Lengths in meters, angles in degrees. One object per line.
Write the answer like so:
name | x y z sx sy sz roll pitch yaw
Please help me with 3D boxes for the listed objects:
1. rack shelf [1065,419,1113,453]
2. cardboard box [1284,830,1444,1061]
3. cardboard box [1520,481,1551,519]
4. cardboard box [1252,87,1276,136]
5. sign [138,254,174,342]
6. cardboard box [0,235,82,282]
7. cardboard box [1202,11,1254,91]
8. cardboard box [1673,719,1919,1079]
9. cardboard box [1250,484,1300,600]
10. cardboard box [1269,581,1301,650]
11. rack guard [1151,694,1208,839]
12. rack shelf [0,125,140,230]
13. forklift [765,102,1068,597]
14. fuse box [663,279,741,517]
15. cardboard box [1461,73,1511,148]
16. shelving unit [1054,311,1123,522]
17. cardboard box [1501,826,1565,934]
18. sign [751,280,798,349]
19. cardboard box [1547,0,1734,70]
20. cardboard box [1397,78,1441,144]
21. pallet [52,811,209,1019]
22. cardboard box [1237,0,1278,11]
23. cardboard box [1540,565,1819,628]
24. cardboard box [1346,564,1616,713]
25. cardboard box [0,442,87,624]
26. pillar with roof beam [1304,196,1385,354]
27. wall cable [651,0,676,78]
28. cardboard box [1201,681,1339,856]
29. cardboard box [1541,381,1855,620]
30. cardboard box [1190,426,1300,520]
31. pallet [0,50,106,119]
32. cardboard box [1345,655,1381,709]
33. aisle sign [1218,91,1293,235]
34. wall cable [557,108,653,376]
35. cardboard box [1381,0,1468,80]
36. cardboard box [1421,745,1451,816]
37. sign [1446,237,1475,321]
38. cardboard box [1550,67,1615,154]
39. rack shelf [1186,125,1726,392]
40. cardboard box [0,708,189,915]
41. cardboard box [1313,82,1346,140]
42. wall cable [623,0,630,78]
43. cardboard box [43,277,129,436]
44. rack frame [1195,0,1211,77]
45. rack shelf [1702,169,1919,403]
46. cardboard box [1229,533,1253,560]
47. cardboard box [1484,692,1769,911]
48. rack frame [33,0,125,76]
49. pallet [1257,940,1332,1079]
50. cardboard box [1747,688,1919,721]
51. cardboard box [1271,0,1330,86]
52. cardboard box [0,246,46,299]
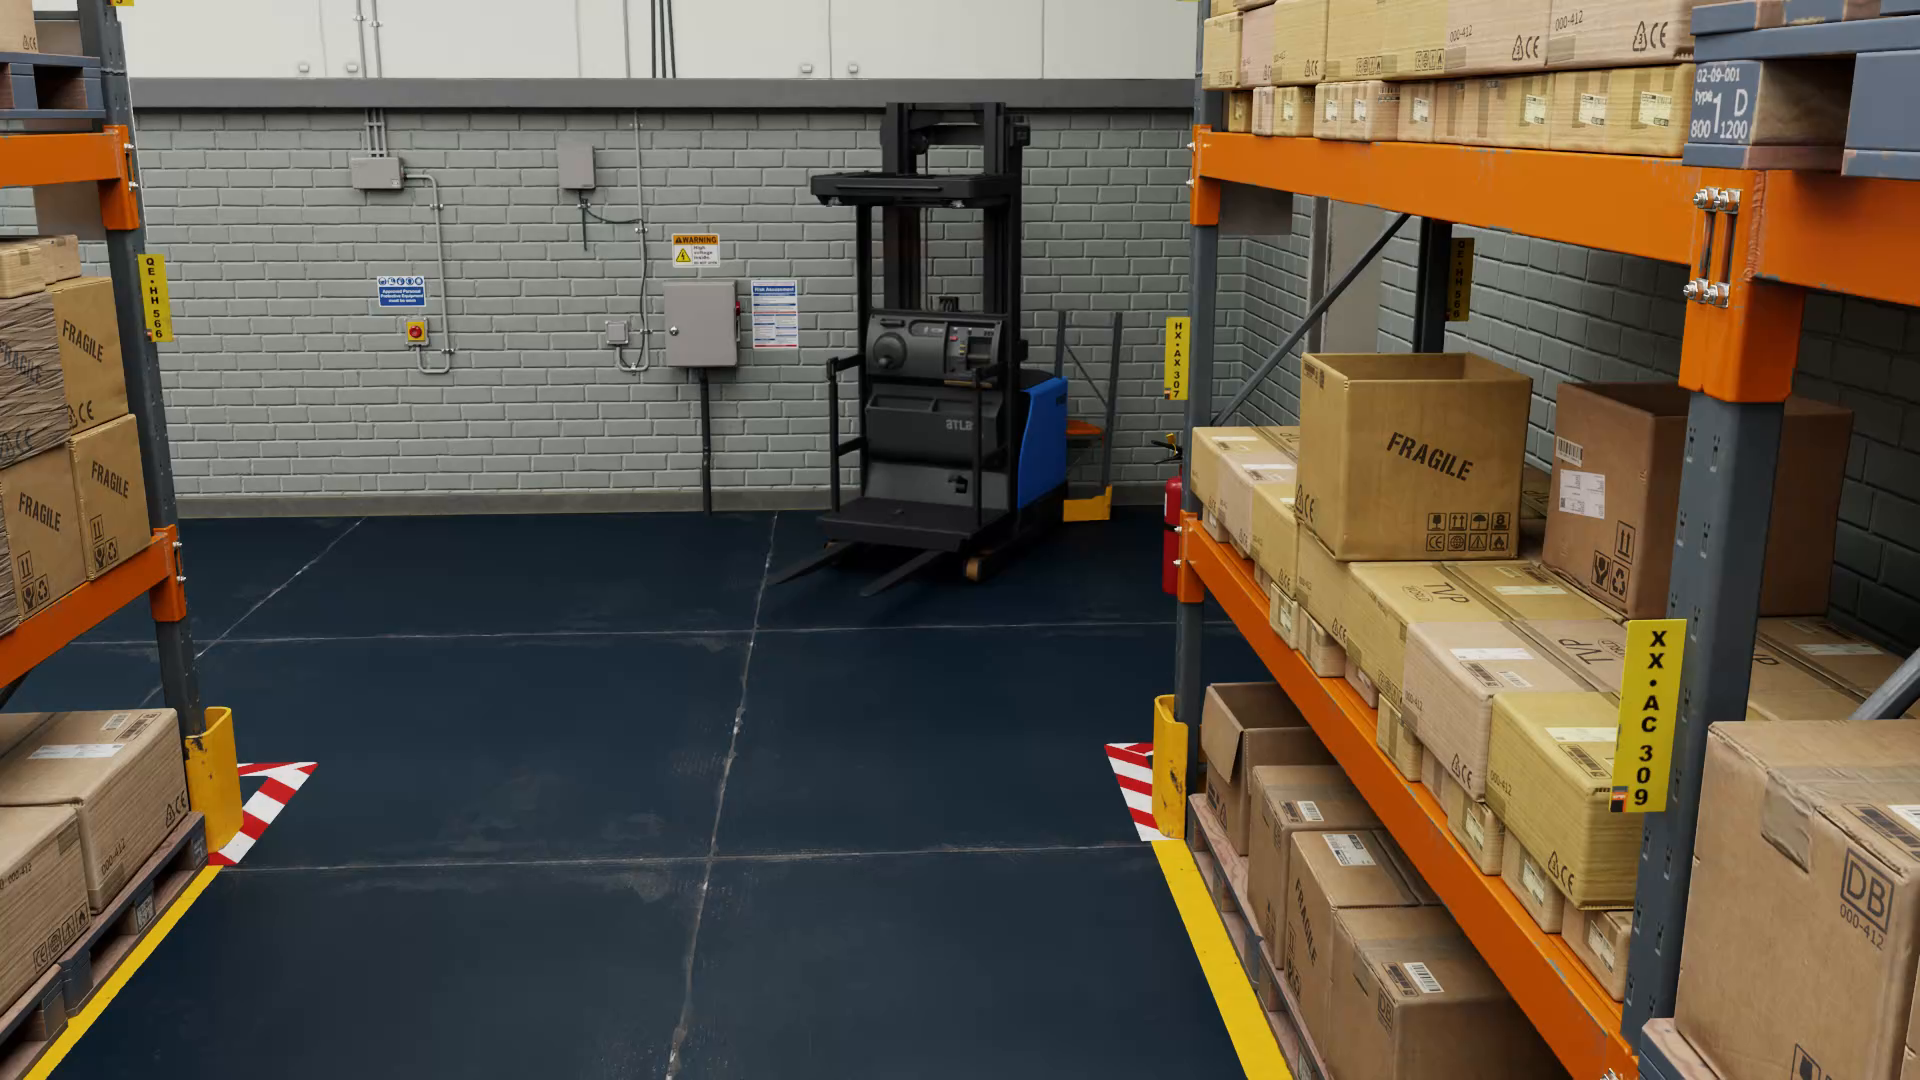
rack shelf | 0.640 -0.809 12.301 0.538 0.185 1.000 -2 14 -26
cardboard box | 1.289 1.205 4.996 0.500 0.500 0.500 -1 14 -2
cardboard box | 1.748 -0.011 5.255 0.500 0.250 0.500 0 14 -2
cardboard box | 1.140 -1.358 5.267 0.380 0.149 0.250 -1 14 -2
sign | -3.013 -0.905 6.224 0.100 0.325 0.005 -1 14 -3
cardboard box | -3.334 -0.985 5.826 0.380 0.149 0.250 -1 14 -3
cardboard box | 1.153 -1.711 5.842 0.500 0.250 0.500 -1 14 -4
cardboard box | 1.453 0.565 2.268 0.700 0.500 0.500 -1 14 -2
cardboard box | 1.224 -0.005 5.230 0.500 0.250 0.500 -1 14 -4
cardboard box | 1.175 0.227 5.129 0.380 0.149 0.250 -1 14 -5
rack guard | 1.403 0.928 6.918 1.175 0.500 0.348 -1 14 -3
rack shelf | -3.432 -0.831 4.161 1.077 0.370 4.000 -1 14 -3
forklift | -0.250 -1.268 10.573 1.130 2.935 3.031 6 16 22
fuse box | -1.823 -0.998 11.973 0.539 1.711 0.414 -1 14 -3
cardboard box | 1.298 -0.912 3.535 0.380 0.149 0.250 -1 14 -4
shelving unit | 0.648 -0.986 12.270 0.587 1.500 1.083 -2 14 -26
cardboard box | 1.336 0.675 3.388 0.380 0.149 0.250 0 14 -2
sign | -1.343 -1.636 12.054 0.329 0.494 0.001 -1 14 -3
cardboard box | 1.366 -0.947 2.873 0.500 0.250 0.500 -1 14 -3
cardboard box | 1.289 -1.041 4.039 0.380 0.149 0.250 -1 14 -3
pallet | -3.428 1.324 5.958 1.003 0.211 1.213 -1 14 -3
cardboard box | 1.188 -1.827 5.289 0.500 0.250 0.500 -1 14 -4
cardboard box | 1.817 0.241 4.273 0.500 0.250 0.500 -1 14 -2
cardboard box | 1.308 0.250 4.239 0.500 0.250 0.500 -1 14 -4
cardboard box | -3.246 -0.032 5.429 0.500 0.500 0.500 -1 14 -5
pillar with roof beam | -2.166 -3.825 8.334 9.100 9.000 0.400 -1 14 -3
wall cable | -0.656 -4.603 11.281 2.988 3.039 0.133 -1 14 -3
cardboard box | 1.342 0.857 6.342 0.797 0.503 0.637 -1 15 -6
cardboard box | 1.819 -0.116 4.157 0.500 0.500 0.500 -1 14 -5
cardboard box | 1.157 -0.256 6.207 0.500 0.250 0.500 -1 14 -3
pallet | -3.499 -1.450 5.299 1.003 0.211 1.213 -1 14 -3
cardboard box | 1.296 0.355 4.630 0.380 0.149 0.250 -1 14 -4
aisle sign | 1.101 -1.573 6.404 0.394 0.787 0.004 -1 14 -3
wall cable | -2.514 -2.143 11.797 0.588 1.984 0.122 -1 14 -3
cardboard box | 1.303 -1.204 3.870 0.500 0.250 0.500 -1 14 -2
cardboard box | 1.307 0.545 3.893 0.380 0.149 0.250 -1 14 -2
sign | 1.953 -1.019 6.510 0.100 0.325 0.005 -1 14 -3
cardboard box | 1.317 -0.784 3.038 0.380 0.149 0.250 -1 14 -4
rack shelf | 1.522 -0.909 4.462 1.077 0.370 4.000 -1 14 -3
cardboard box | -3.415 0.976 6.013 0.875 0.438 0.875 -1 14 -5
cardboard box | 1.184 -1.167 4.528 0.380 0.149 0.250 -1 14 -3
wall cable | -3.438 -4.551 11.155 2.355 3.000 0.029 -1 14 -3
cardboard box | -3.288 -0.641 5.790 0.500 0.500 0.500 0 14 -2
rack frame | 1.398 -3.207 5.932 1.000 3.000 0.127 -1 14 -3
rack shelf | 1.770 0.086 0.596 1.077 0.370 4.000 -1 14 -3
cardboard box | 1.207 -0.032 6.134 0.380 0.149 0.250 -1 14 -2
cardboard box | 1.371 0.499 3.273 0.500 0.250 0.500 -1 14 -2
rack frame | -3.556 -3.130 5.631 1.000 3.000 0.127 -1 14 -3
pallet | 1.526 1.569 5.007 1.003 0.211 1.213 -1 14 -3
cardboard box | 1.885 0.494 3.290 0.500 0.250 0.500 -1 14 -4
cardboard box | 1.224 -1.458 4.857 0.500 0.250 0.500 -1 14 -5
cardboard box | -3.194 -0.859 5.337 0.380 0.149 0.250 -1 14 -4
